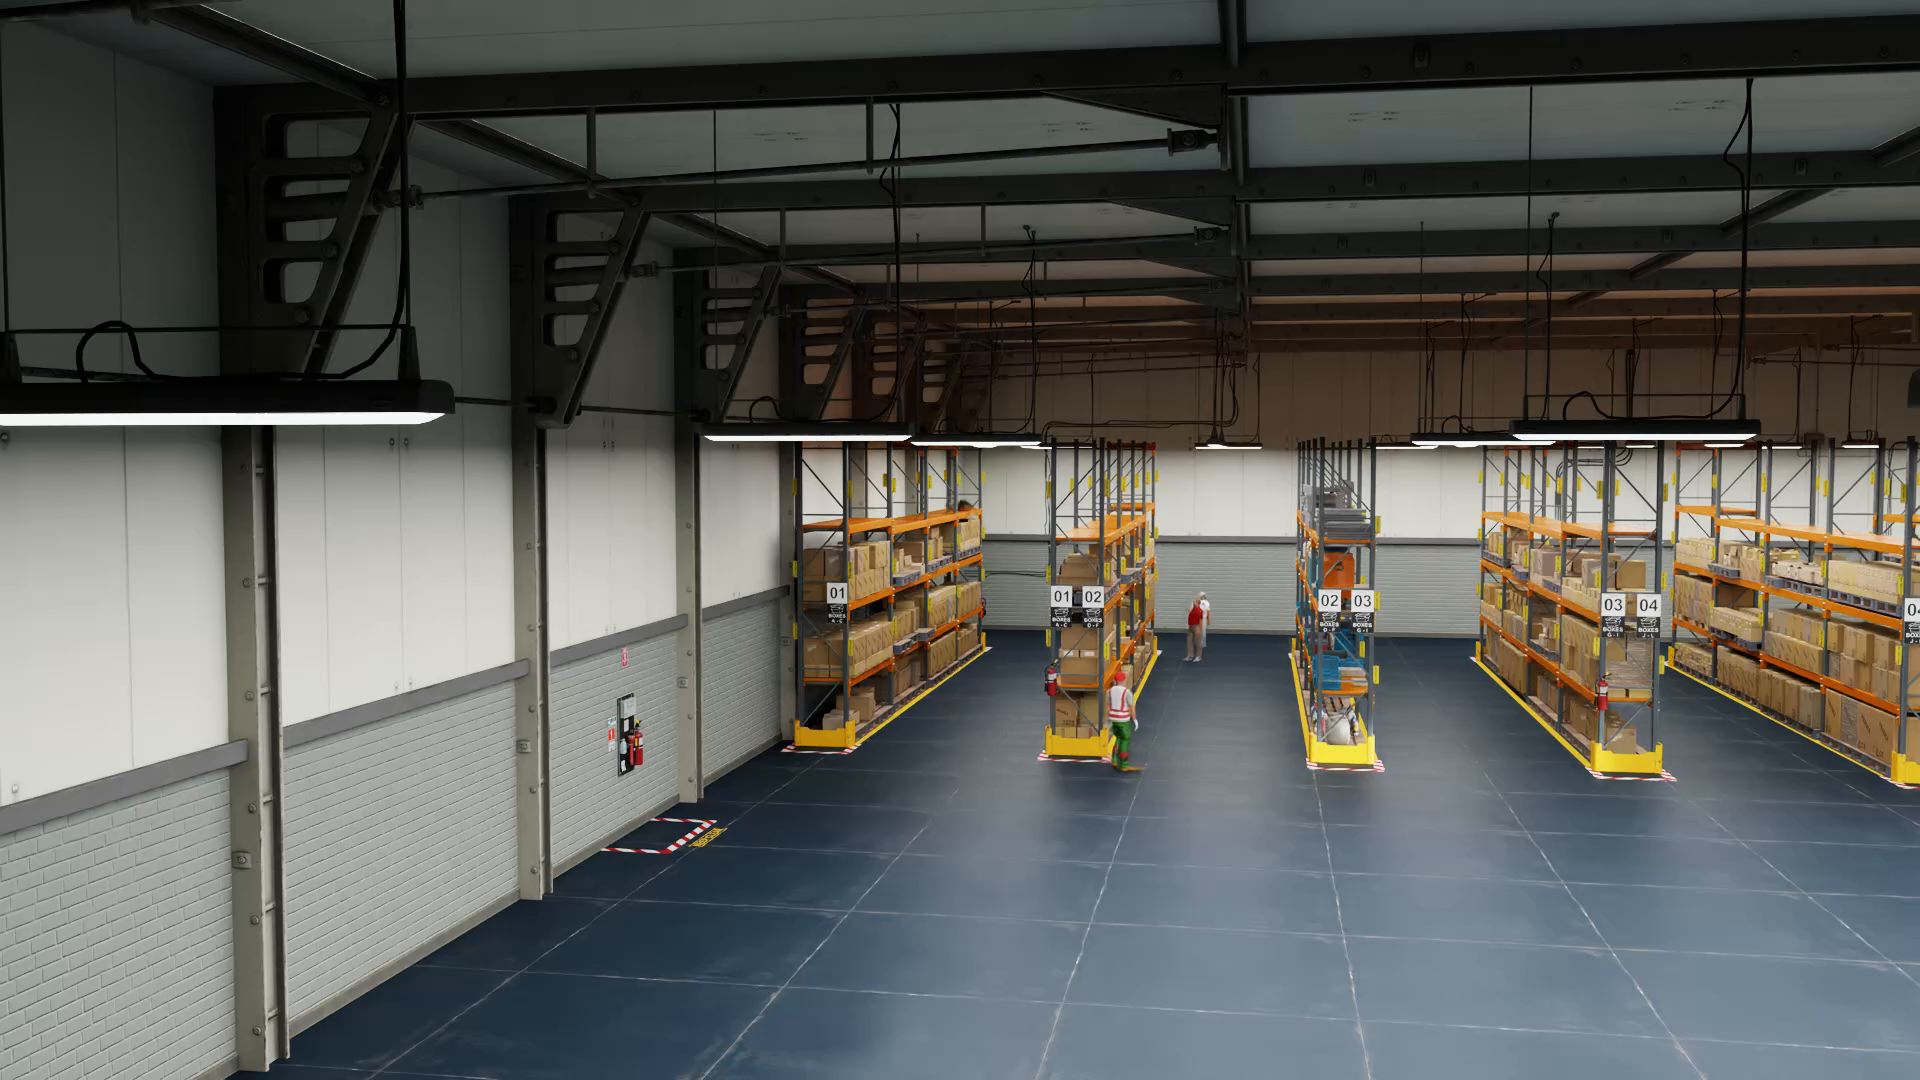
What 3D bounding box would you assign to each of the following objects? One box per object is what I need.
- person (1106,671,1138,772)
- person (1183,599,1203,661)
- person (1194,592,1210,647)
[{"bbox_3d":[2.904,3.265,29.838,0.440,1.836,0.571,-2,4,-39],"label":"person"},{"bbox_3d":[6.436,2.474,45.577,0.445,1.739,0.589,-2,4,-31],"label":"person"},{"bbox_3d":[7.053,2.323,48.876,0.577,1.605,1.005,0,3,9],"label":"person"}]
